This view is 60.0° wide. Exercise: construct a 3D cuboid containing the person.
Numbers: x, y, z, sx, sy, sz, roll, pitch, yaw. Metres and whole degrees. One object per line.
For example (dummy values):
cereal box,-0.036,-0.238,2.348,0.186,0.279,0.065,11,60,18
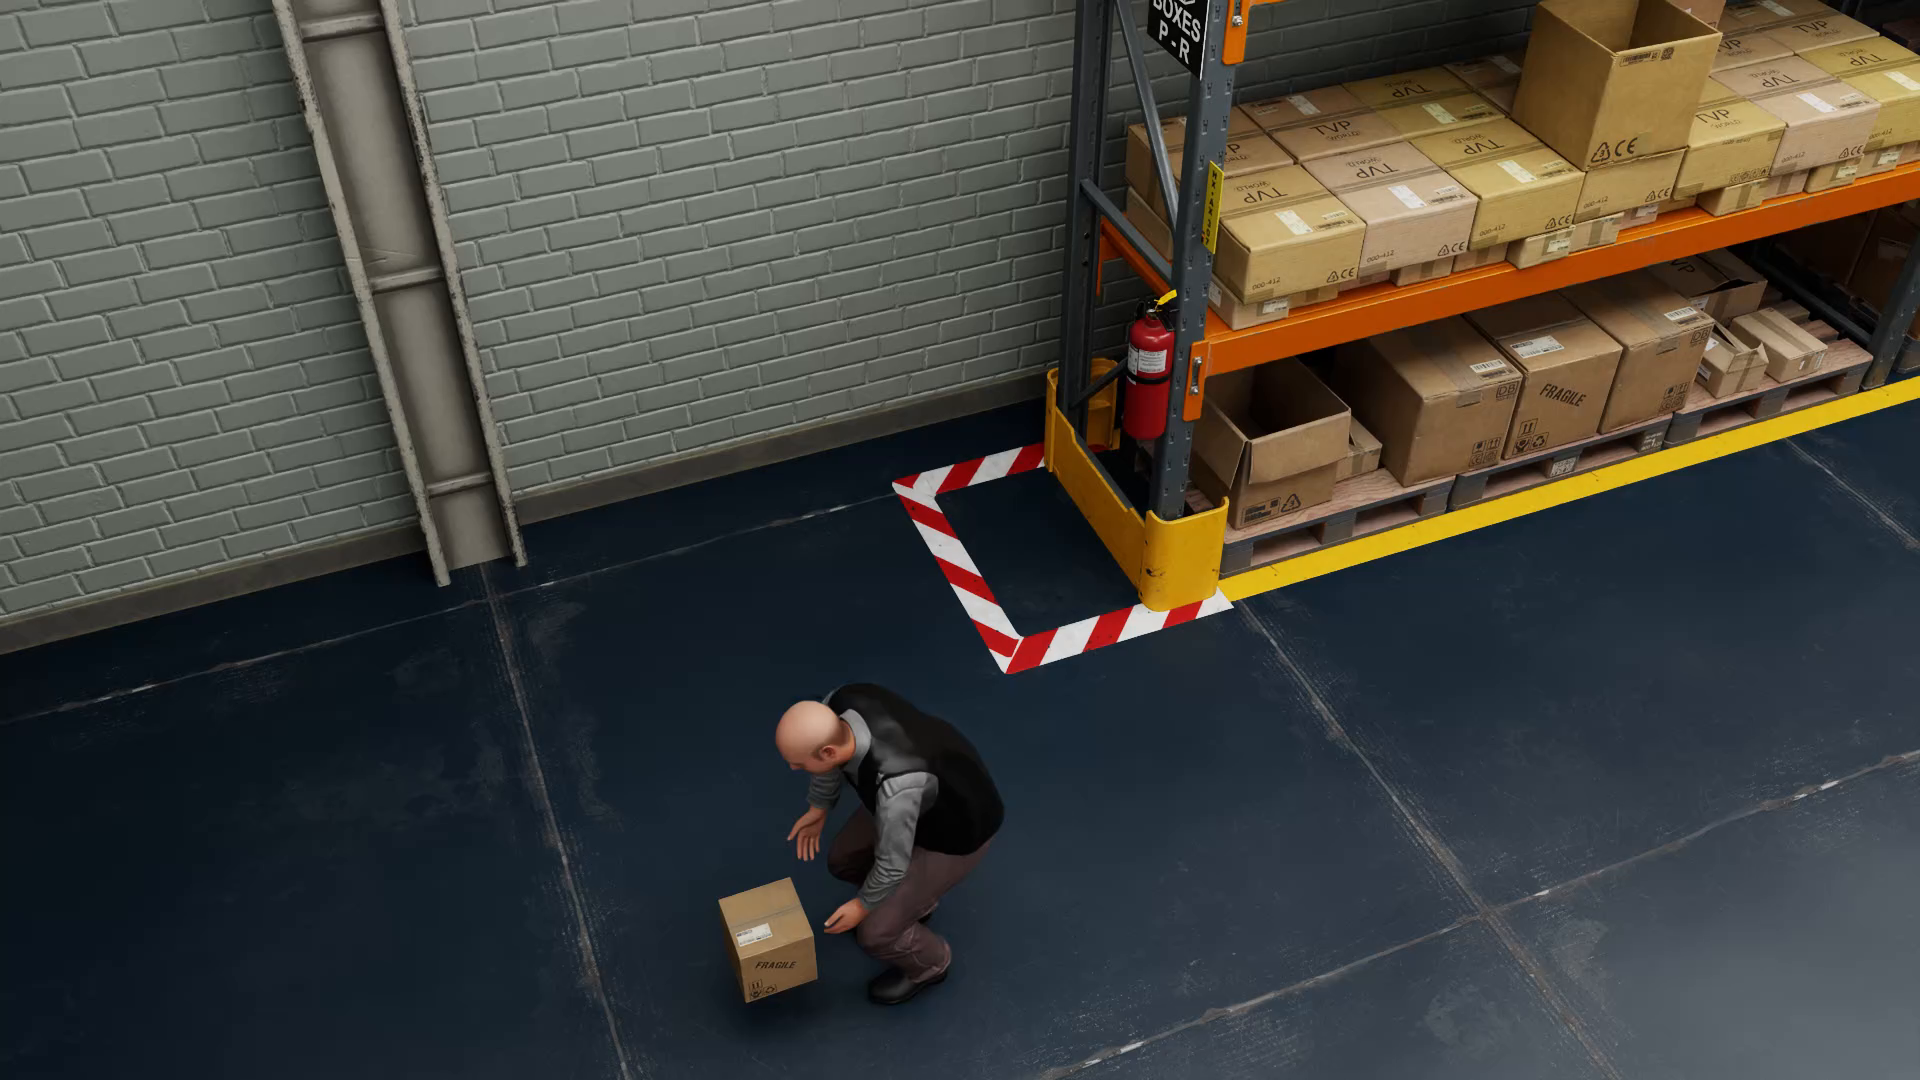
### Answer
person,-0.210,0.950,5.346,0.708,1.405,0.592,-15,44,-16
